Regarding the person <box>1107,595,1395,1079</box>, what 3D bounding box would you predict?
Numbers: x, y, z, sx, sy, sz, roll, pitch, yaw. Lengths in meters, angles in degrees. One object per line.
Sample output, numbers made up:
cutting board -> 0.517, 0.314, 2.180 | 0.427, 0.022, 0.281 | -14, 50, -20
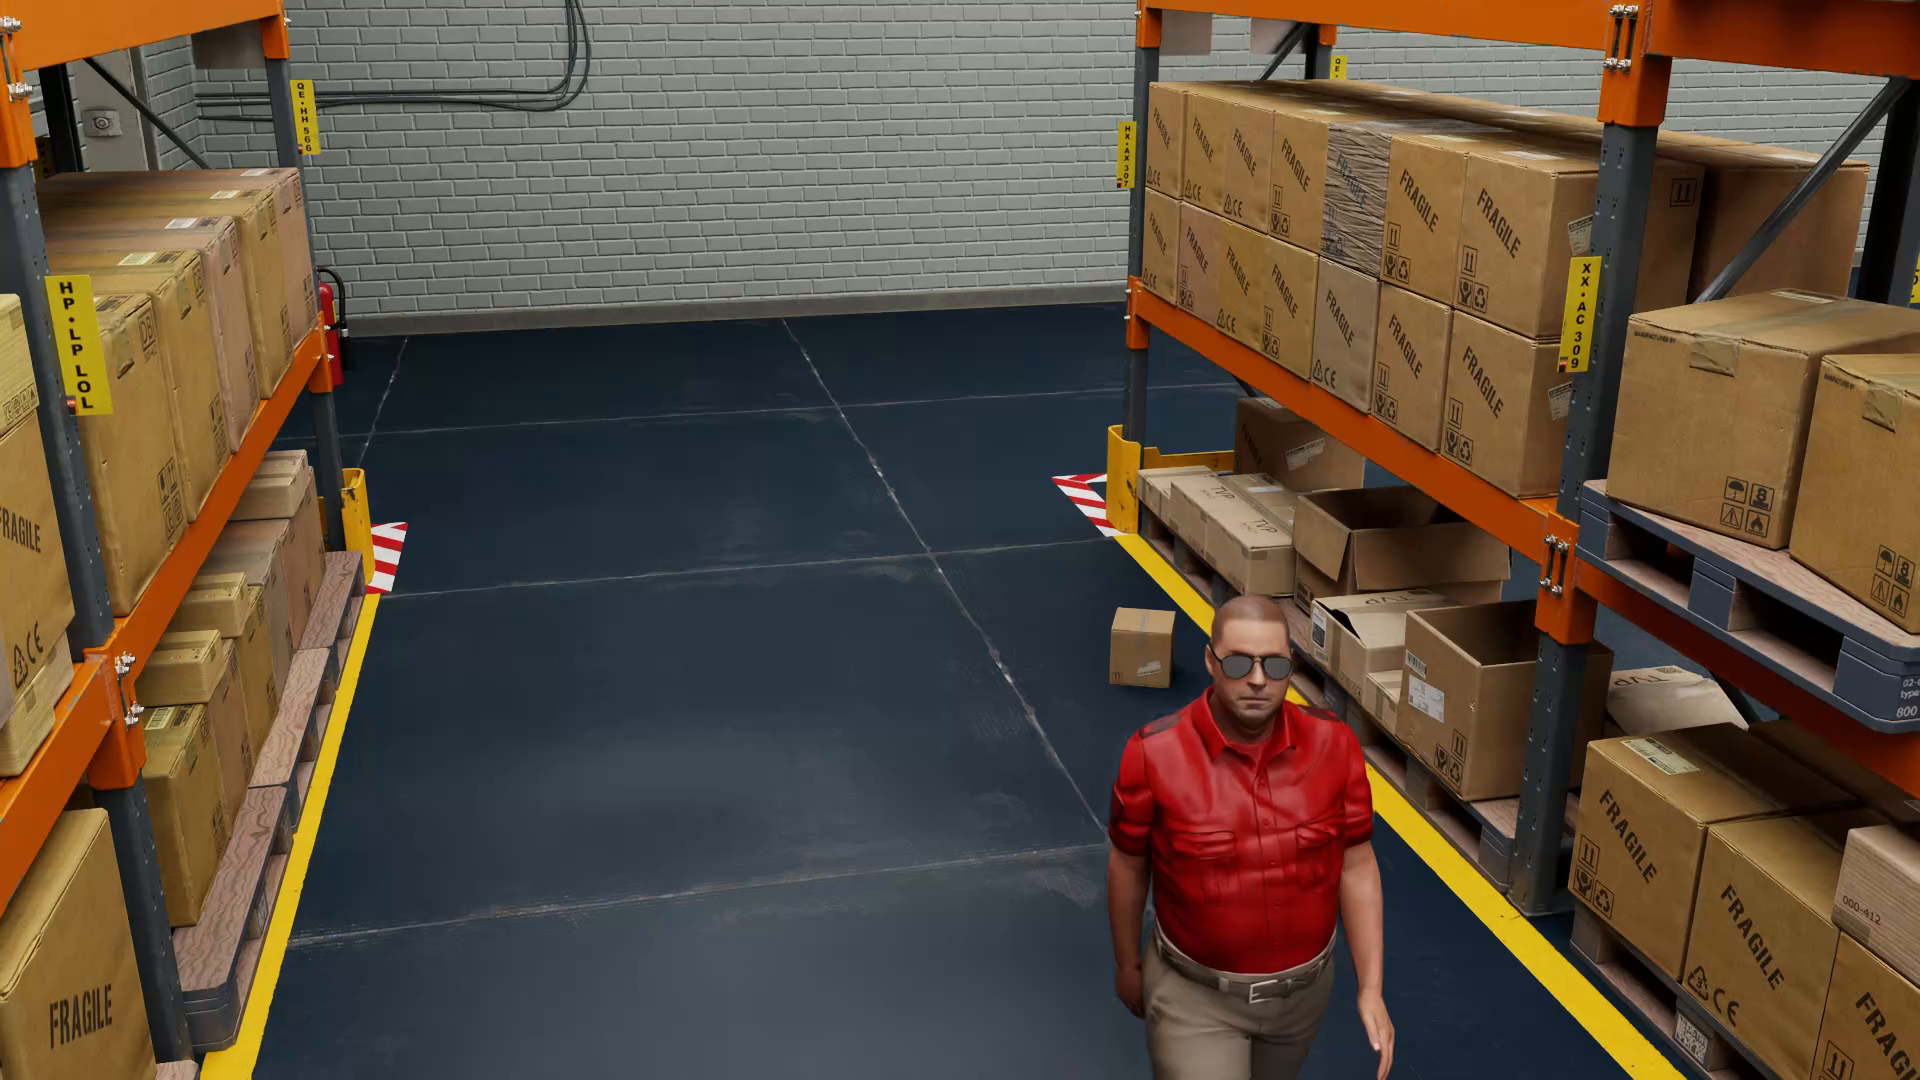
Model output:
person -> 0.608, 0.933, 3.457 | 0.536, 1.670, 1.036 | -5, 20, -13
